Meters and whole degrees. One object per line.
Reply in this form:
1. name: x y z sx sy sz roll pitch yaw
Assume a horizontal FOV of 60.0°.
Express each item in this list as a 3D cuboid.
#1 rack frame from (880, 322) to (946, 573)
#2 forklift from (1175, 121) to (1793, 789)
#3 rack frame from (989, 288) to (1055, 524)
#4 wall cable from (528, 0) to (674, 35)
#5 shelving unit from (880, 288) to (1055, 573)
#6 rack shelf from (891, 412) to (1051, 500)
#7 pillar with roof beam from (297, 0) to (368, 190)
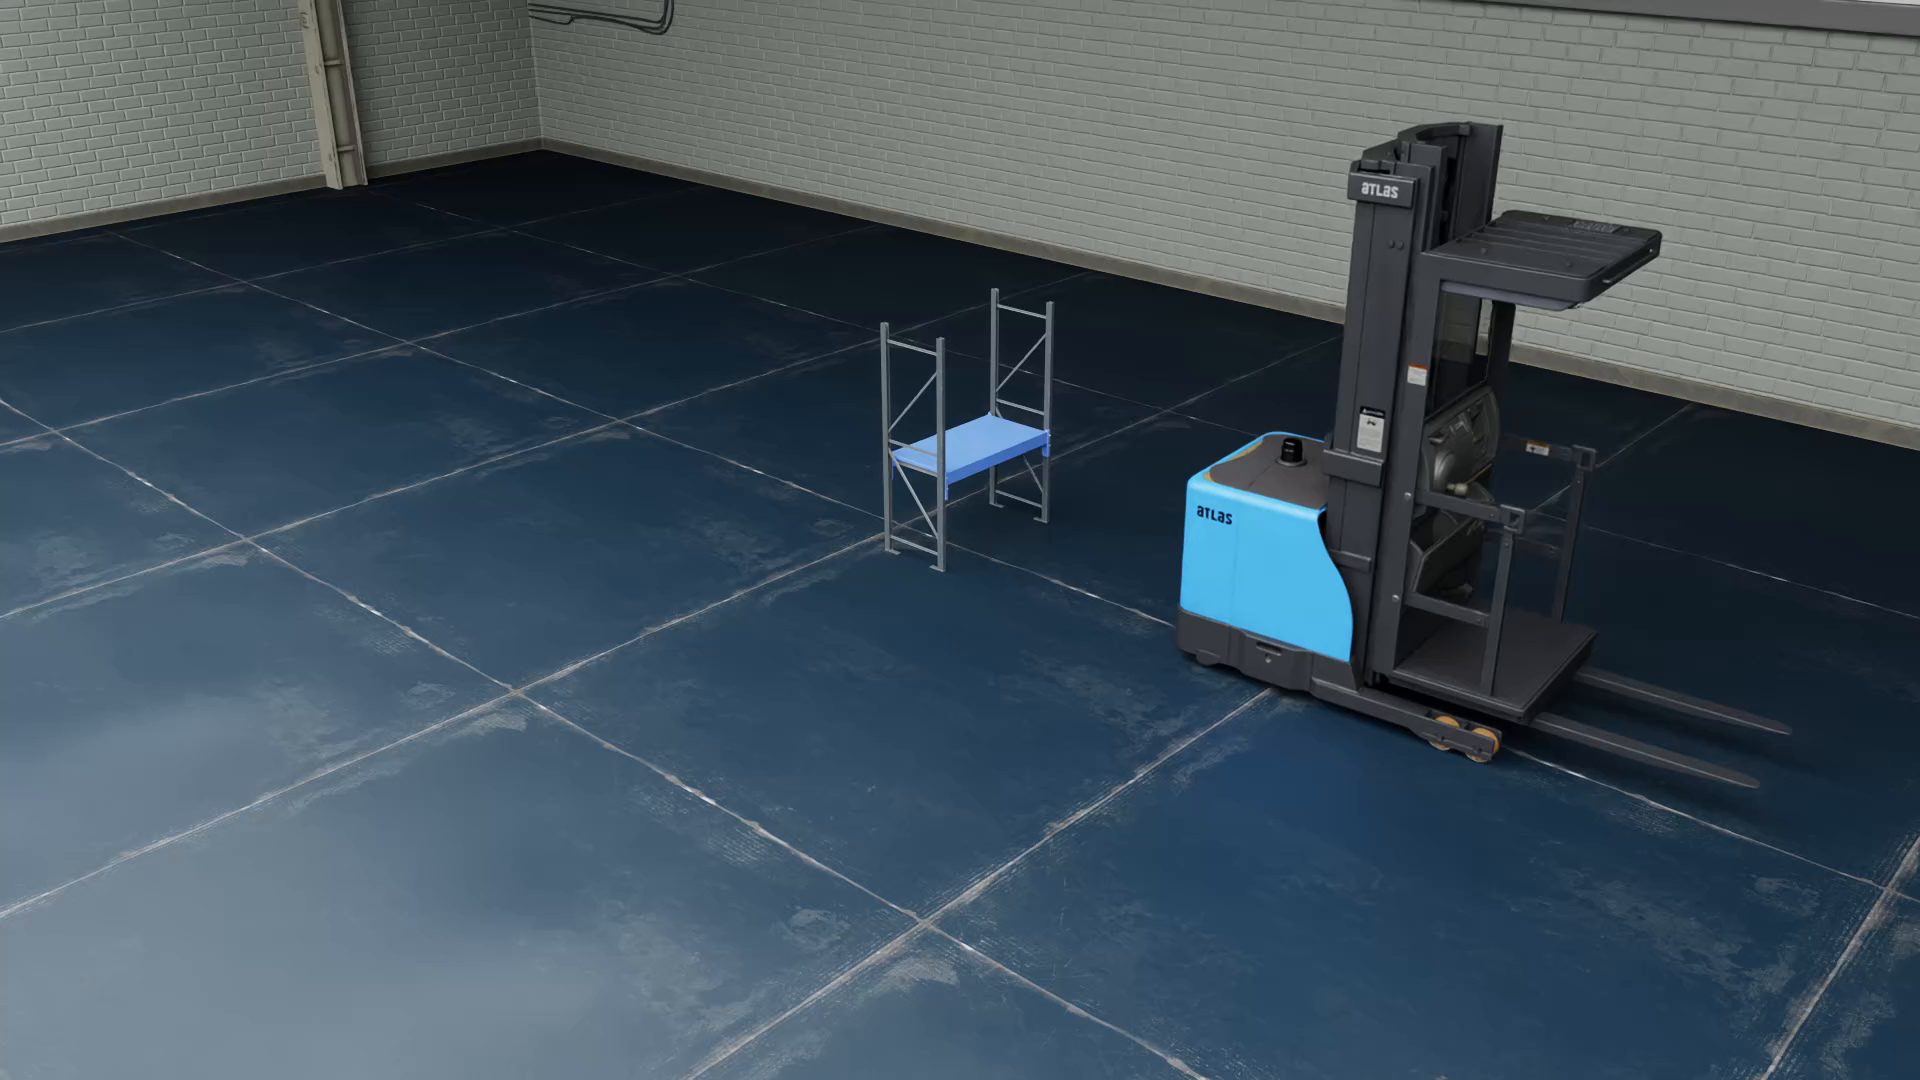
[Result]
1. rack frame: -0.282 -0.555 10.156 0.500 1.500 0.032 20 31 38
2. forklift: 2.677 -0.476 8.229 3.031 2.935 1.130 17 29 34
3. rack frame: 0.396 -0.865 10.847 0.500 1.500 0.032 20 31 38
4. wall cable: -4.607 -7.602 20.501 3.097 2.526 0.112 20 31 38
5. shelving unit: 0.057 -0.710 10.501 0.538 1.500 1.048 20 31 38
6. rack shelf: 0.057 -0.546 10.575 0.538 0.185 1.000 20 31 38
7. pillar with roof beam: -4.352 -7.307 16.048 9.100 9.000 0.400 20 31 38
